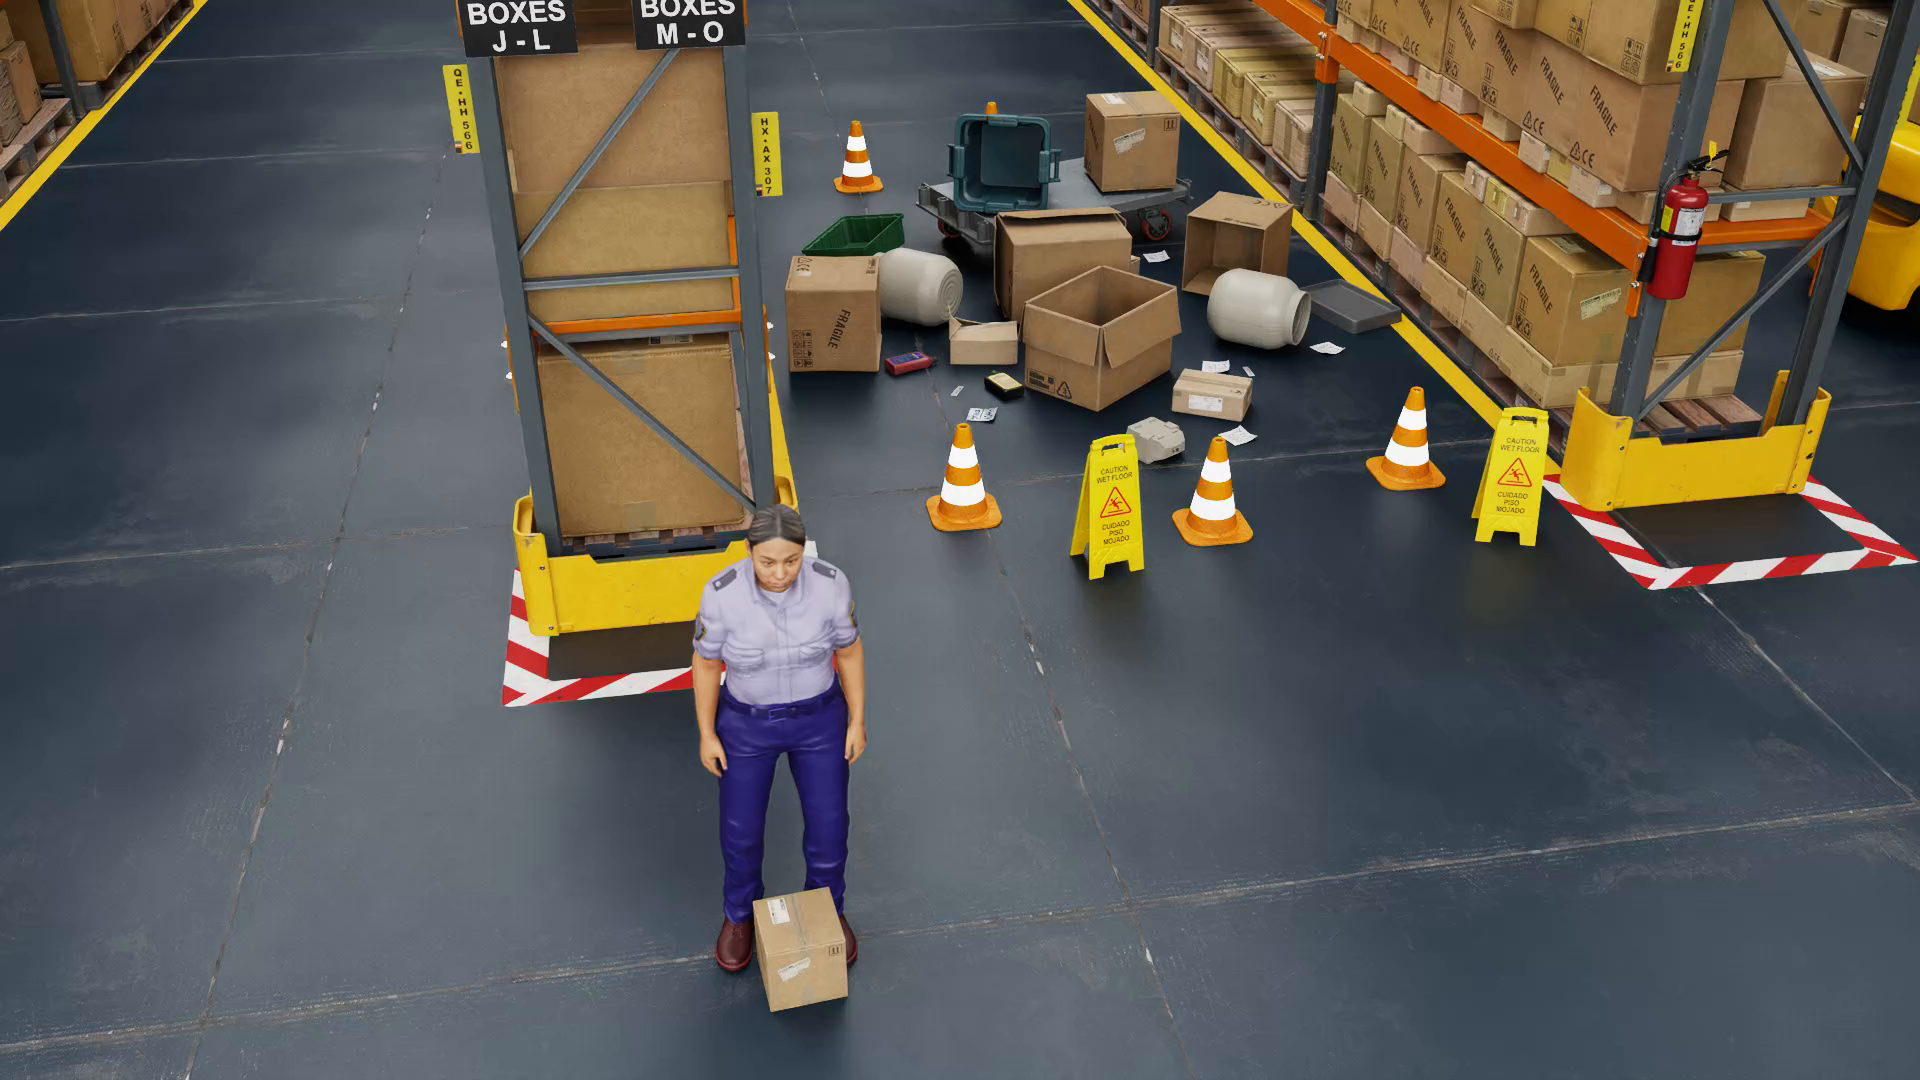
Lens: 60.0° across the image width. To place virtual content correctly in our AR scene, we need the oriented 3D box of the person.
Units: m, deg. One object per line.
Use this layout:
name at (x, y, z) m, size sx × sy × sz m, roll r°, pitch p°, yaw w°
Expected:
person at (-0.552, 0.596, 5.142) m, size 0.538 × 1.652 × 0.414 m, roll -5°, pitch 31°, yaw -9°
